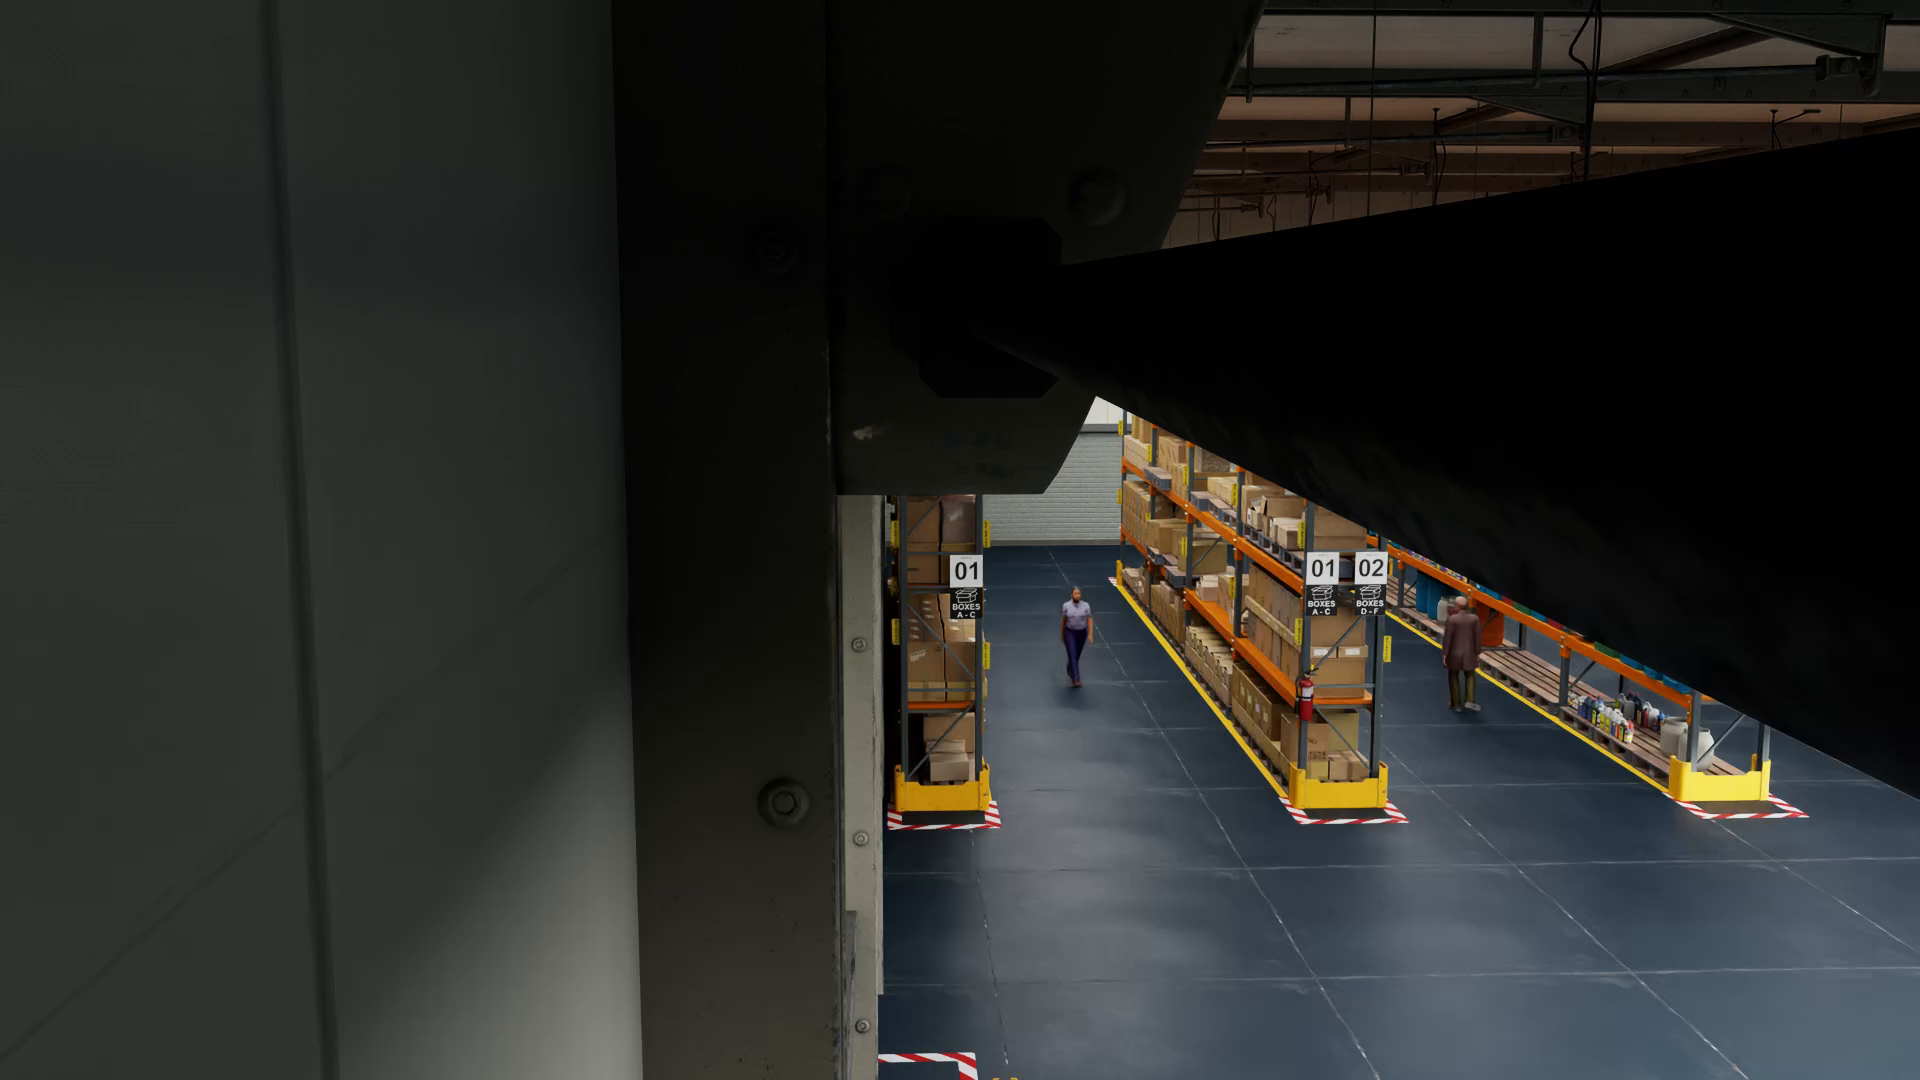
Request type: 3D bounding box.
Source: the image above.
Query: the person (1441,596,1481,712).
[{"bbox_3d":[7.617,1.839,25.304,0.617,1.578,0.593,0,8,-3],"label":"person"}]

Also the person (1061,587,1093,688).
[{"bbox_3d":[1.919,1.554,27.144,0.472,1.556,1.069,-3,9,-17],"label":"person"}]
